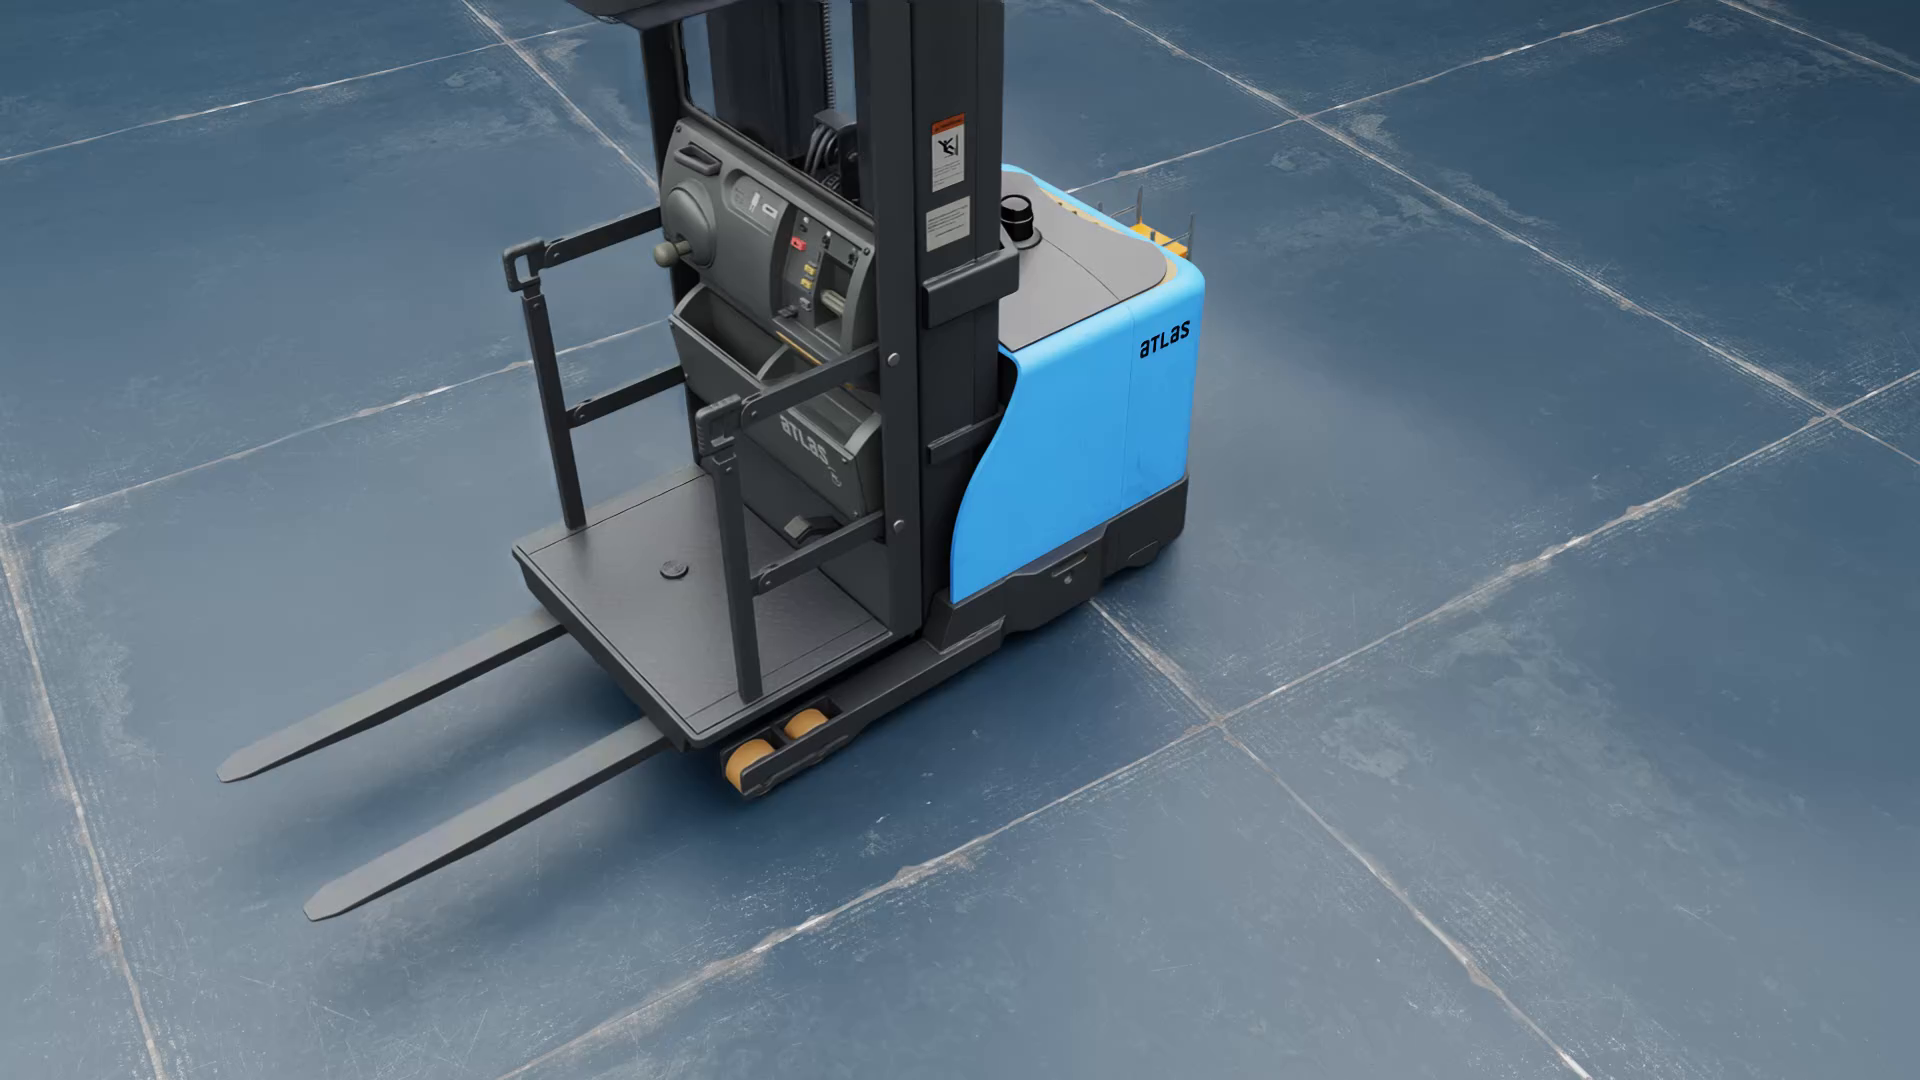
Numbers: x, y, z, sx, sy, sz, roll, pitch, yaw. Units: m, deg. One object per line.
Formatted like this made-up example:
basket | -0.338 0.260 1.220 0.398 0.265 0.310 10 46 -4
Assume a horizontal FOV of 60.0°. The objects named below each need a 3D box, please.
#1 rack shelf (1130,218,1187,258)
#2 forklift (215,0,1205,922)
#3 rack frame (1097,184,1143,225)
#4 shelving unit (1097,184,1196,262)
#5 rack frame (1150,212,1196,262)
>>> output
rack shelf | 0.607 -0.887 5.568 0.215 0.259 0.240 -28 47 -29
forklift | -0.694 -0.762 4.375 3.031 2.935 1.130 -28 47 -29
rack frame | 0.530 -0.738 5.815 0.200 1.050 0.008 -28 47 -29
shelving unit | 0.607 -0.677 5.743 0.215 1.050 0.252 -28 47 -29
rack frame | 0.685 -0.617 5.670 0.200 1.050 0.008 -28 47 -29
